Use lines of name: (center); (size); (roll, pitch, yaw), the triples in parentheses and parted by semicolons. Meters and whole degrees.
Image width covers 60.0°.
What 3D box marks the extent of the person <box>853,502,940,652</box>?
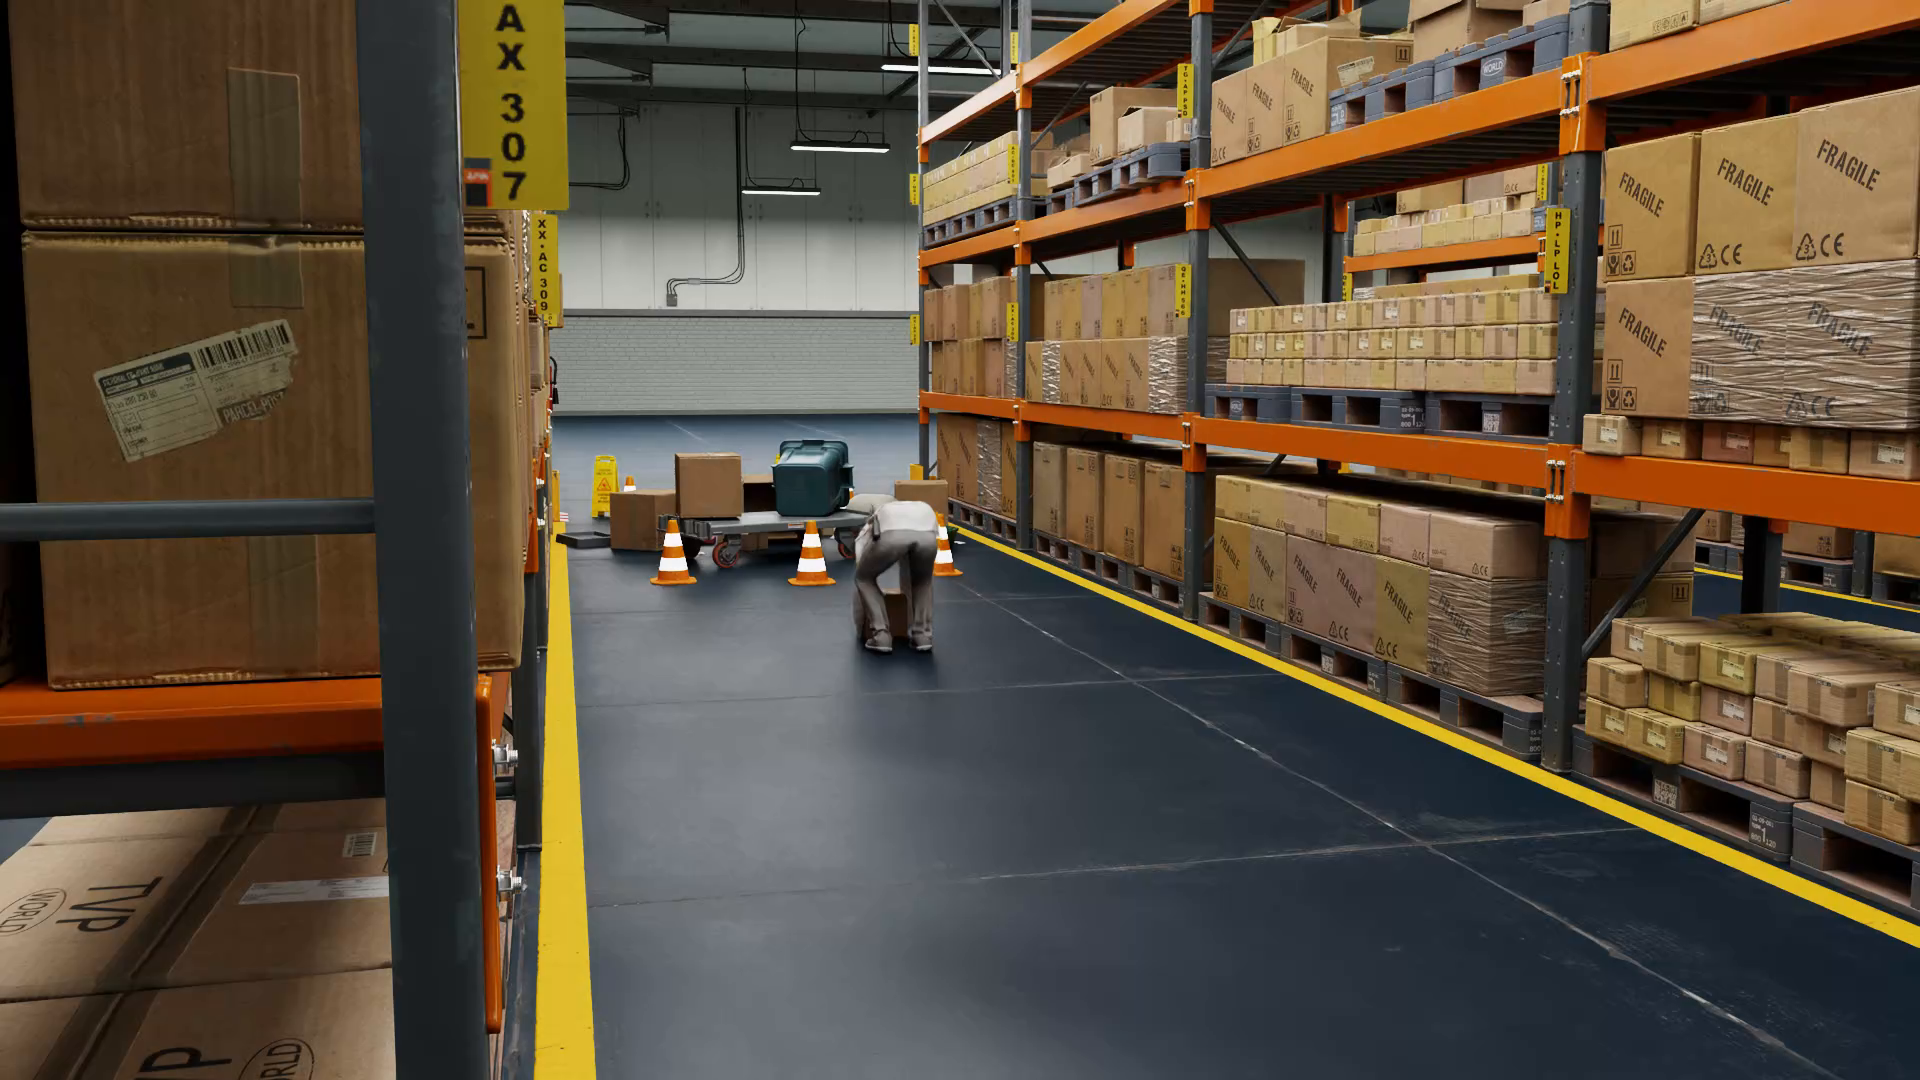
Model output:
person: (-0.389, 0.190, 9.644); (0.465, 0.861, 0.873); (-2, 6, -16)
